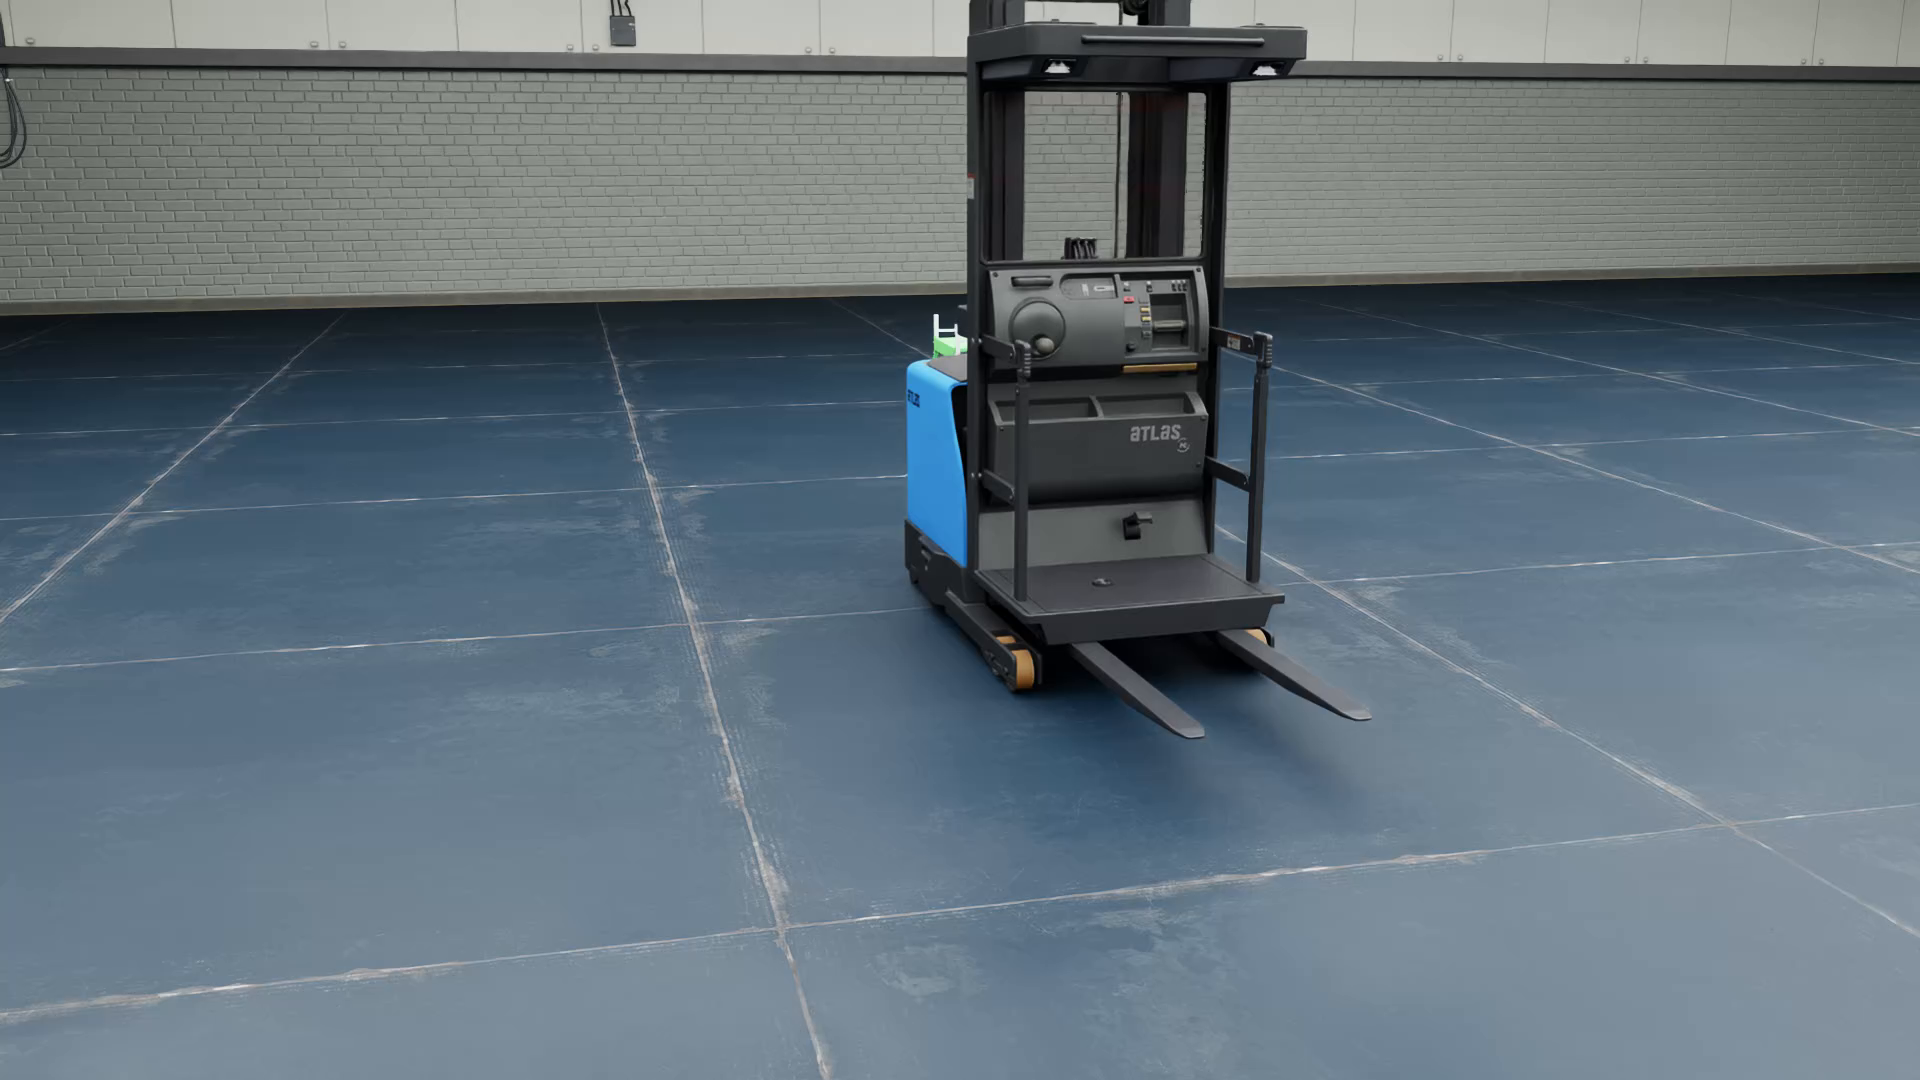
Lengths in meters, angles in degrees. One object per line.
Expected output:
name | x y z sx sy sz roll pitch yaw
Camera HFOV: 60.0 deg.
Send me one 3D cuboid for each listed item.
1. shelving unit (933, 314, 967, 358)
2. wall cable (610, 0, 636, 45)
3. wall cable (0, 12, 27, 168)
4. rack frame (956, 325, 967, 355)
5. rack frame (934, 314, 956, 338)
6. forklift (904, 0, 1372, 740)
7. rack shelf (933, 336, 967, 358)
shelving unit | 0.039 -0.545 8.628 0.258 1.200 0.503 -3 14 -13
wall cable | -3.245 -9.178 20.367 2.305 6.003 0.169 -3 14 -13
wall cable | -12.477 -5.492 18.988 3.097 2.526 0.112 -3 14 -13
rack frame | 0.096 -0.488 8.398 0.240 1.200 0.015 -3 14 -13
rack frame | -0.018 -0.601 8.859 0.240 1.200 0.015 -3 14 -13
forklift | 0.634 -0.935 6.578 1.130 2.935 3.031 -4 14 -16
rack shelf | 0.039 -0.949 8.530 0.258 0.148 0.480 -3 14 -13
